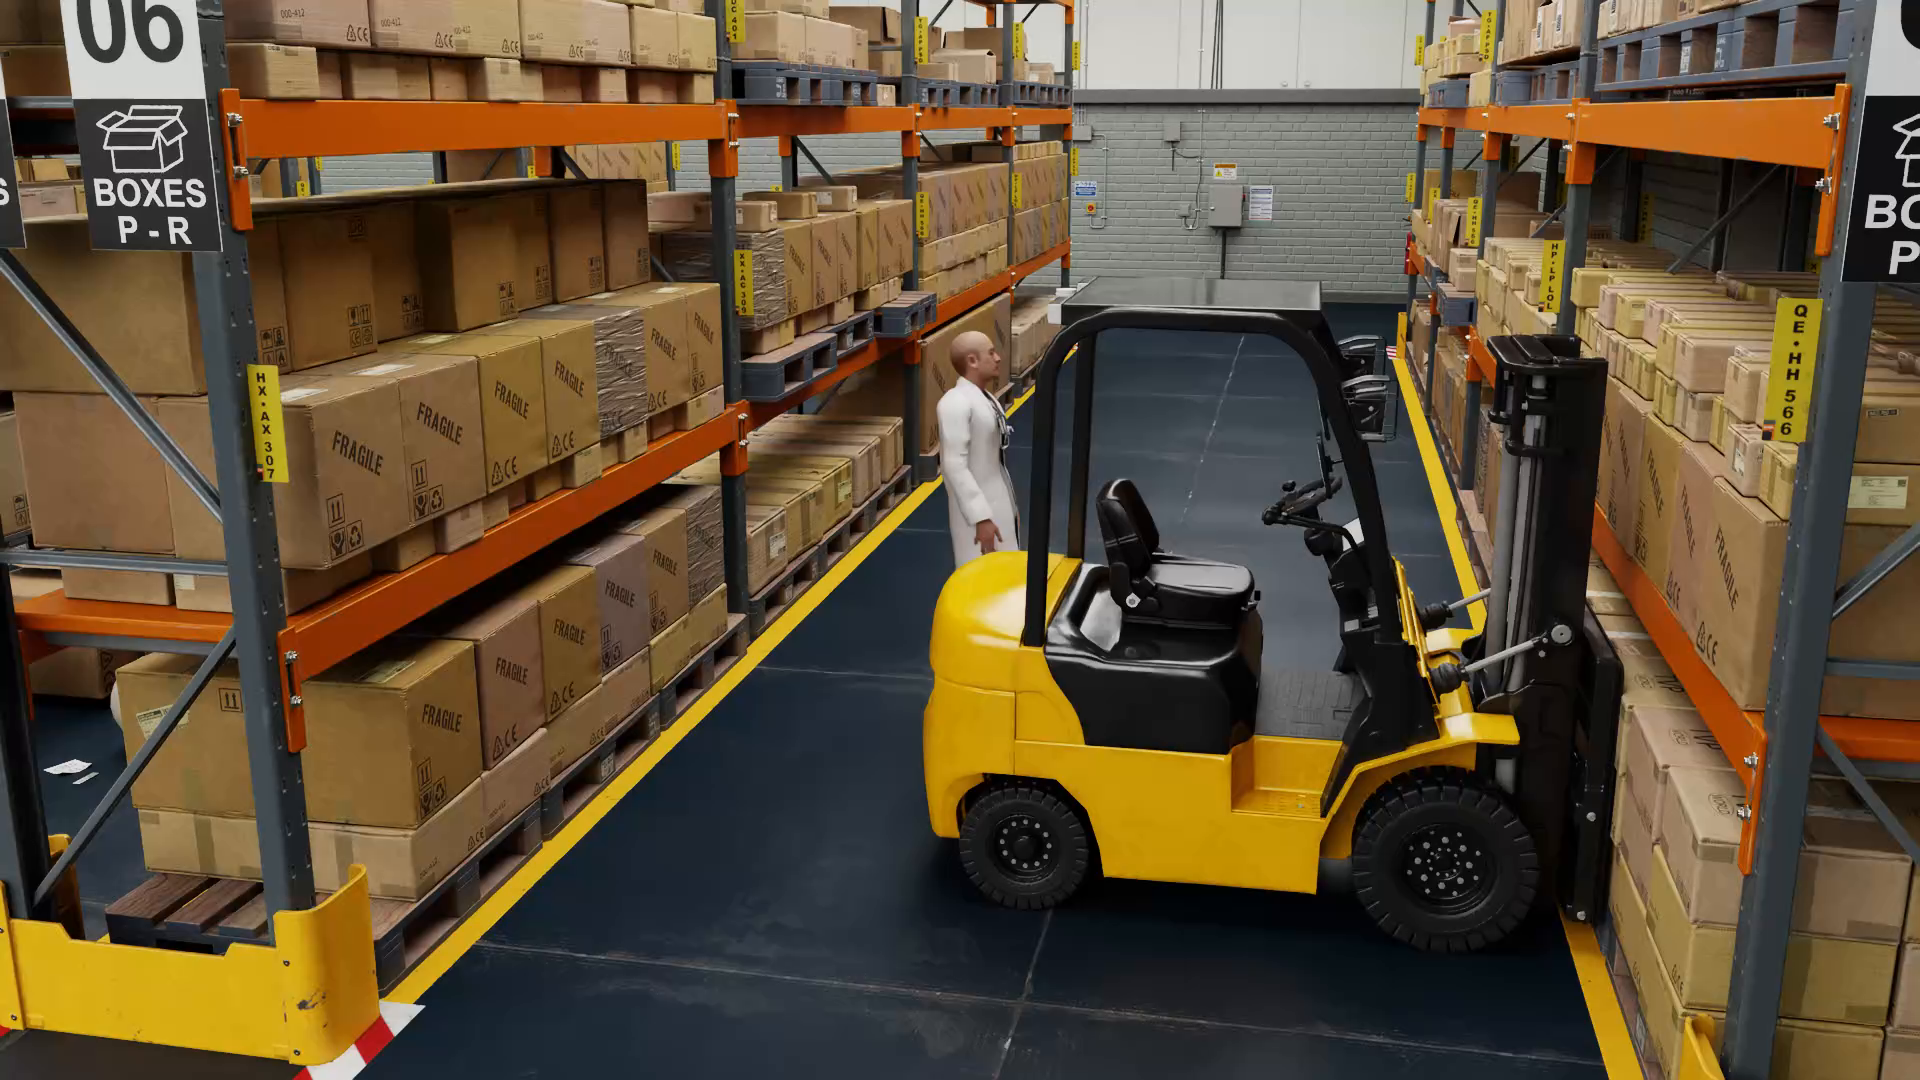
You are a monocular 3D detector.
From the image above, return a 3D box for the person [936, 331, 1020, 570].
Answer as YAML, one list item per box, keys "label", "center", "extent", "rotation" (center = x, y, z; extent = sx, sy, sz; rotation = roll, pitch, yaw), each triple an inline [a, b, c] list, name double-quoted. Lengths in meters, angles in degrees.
- label: "person"
  center: [0.206, -0.087, 7.842]
  extent: [0.581, 1.776, 0.678]
  rotation: [3, 15, 11]
